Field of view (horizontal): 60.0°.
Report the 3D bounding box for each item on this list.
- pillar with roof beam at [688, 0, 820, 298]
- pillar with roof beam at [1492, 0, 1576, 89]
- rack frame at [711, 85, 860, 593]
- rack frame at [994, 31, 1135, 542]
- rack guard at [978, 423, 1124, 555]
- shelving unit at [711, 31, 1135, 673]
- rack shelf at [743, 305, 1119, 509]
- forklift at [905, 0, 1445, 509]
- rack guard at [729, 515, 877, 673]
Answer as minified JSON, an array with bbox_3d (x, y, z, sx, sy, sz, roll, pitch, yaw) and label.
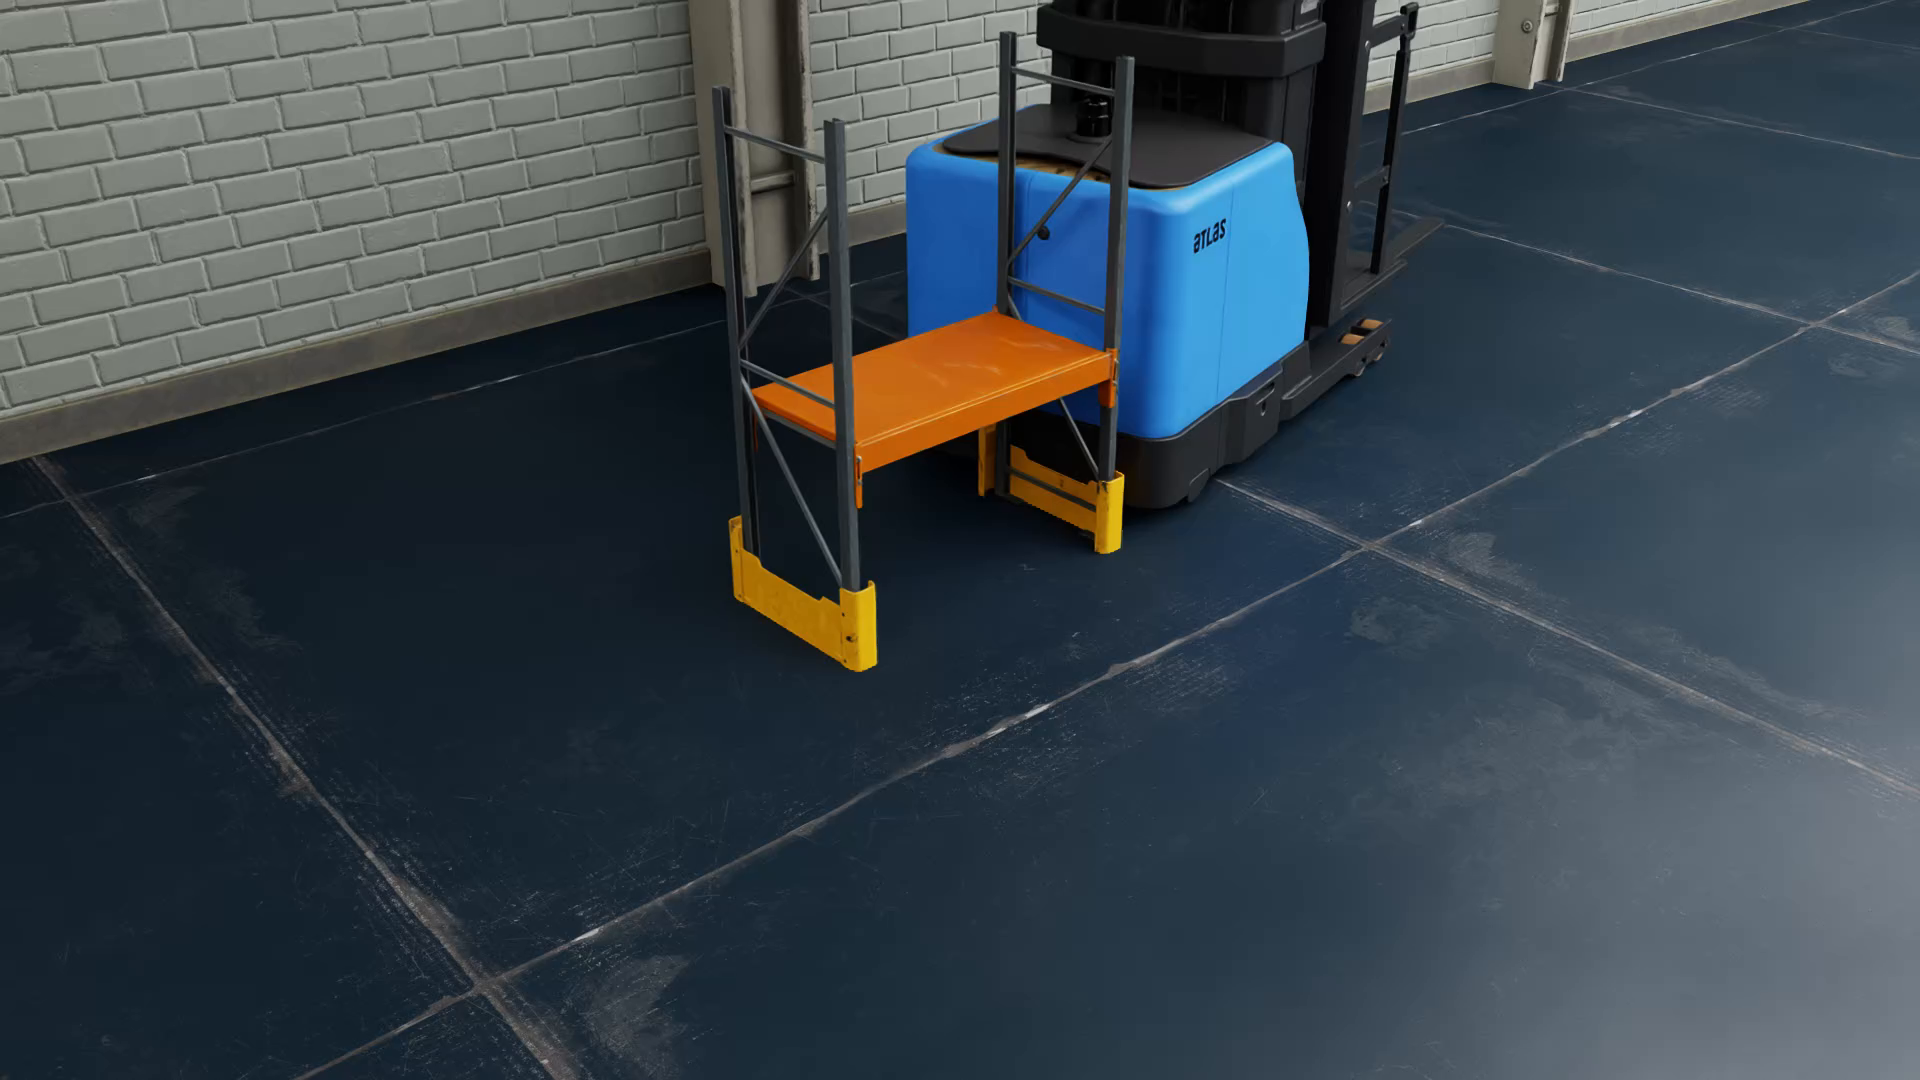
[{"bbox_3d":[1.921,-3.592,2.423,0.400,9.000,9.100,-22,35,-35],"label":"pillar with roof beam"},{"bbox_3d":[6.486,-5.427,5.858,0.400,9.000,9.100,-22,35,-35],"label":"pillar with roof beam"},{"bbox_3d":[-0.451,-0.408,4.421,0.032,1.500,0.500,-24,36,-37],"label":"rack frame"},{"bbox_3d":[0.296,-0.733,5.030,0.032,1.500,0.500,-24,36,-37],"label":"rack frame"},{"bbox_3d":[0.281,-0.175,5.313,0.087,0.250,0.587,-24,36,-37],"label":"rack guard"},{"bbox_3d":[-0.085,-0.567,4.720,1.083,1.500,0.587,-24,36,-37],"label":"shelving unit"},{"bbox_3d":[-0.078,-0.411,4.810,1.000,0.185,0.538,-24,36,-37],"label":"rack shelf"},{"bbox_3d":[1.053,-2.036,5.951,1.130,2.935,3.031,18,33,30],"label":"forklift"},{"bbox_3d":[-0.450,0.143,4.717,0.087,0.250,0.587,-24,36,-37],"label":"rack guard"}]
